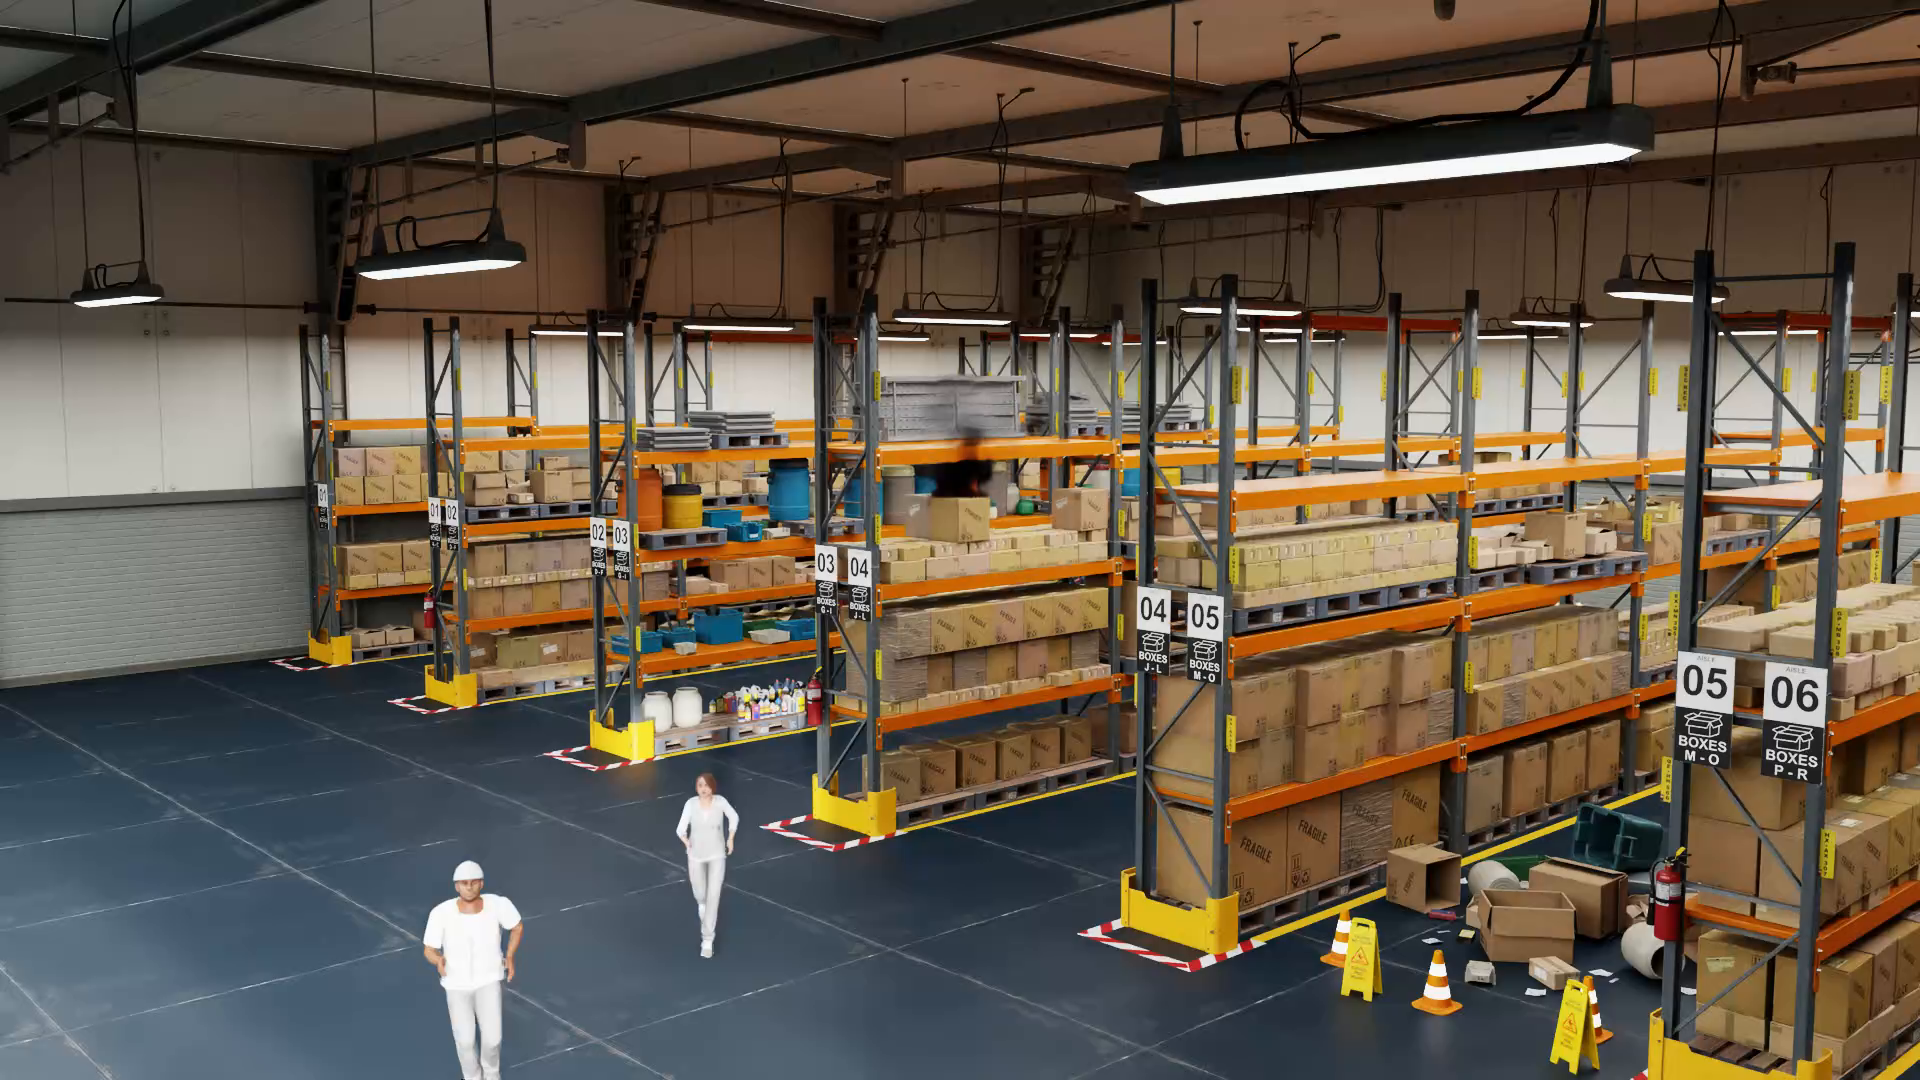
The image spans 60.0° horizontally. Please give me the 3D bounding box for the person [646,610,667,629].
[{"bbox_3d":[-5.555,1.318,30.519,0.536,1.555,0.544,4,7,36],"label":"person"}]

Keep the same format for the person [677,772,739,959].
[{"bbox_3d":[-2.277,2.874,15.019,0.552,1.592,0.842,0,6,-5],"label":"person"}]

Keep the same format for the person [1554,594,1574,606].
[{"bbox_3d":[9.766,1.621,26.662,0.674,1.741,0.686,5,8,42],"label":"person"}]

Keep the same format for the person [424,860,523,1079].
[{"bbox_3d":[-3.407,3.119,11.669,0.675,1.731,0.627,-2,6,-15],"label":"person"}]
